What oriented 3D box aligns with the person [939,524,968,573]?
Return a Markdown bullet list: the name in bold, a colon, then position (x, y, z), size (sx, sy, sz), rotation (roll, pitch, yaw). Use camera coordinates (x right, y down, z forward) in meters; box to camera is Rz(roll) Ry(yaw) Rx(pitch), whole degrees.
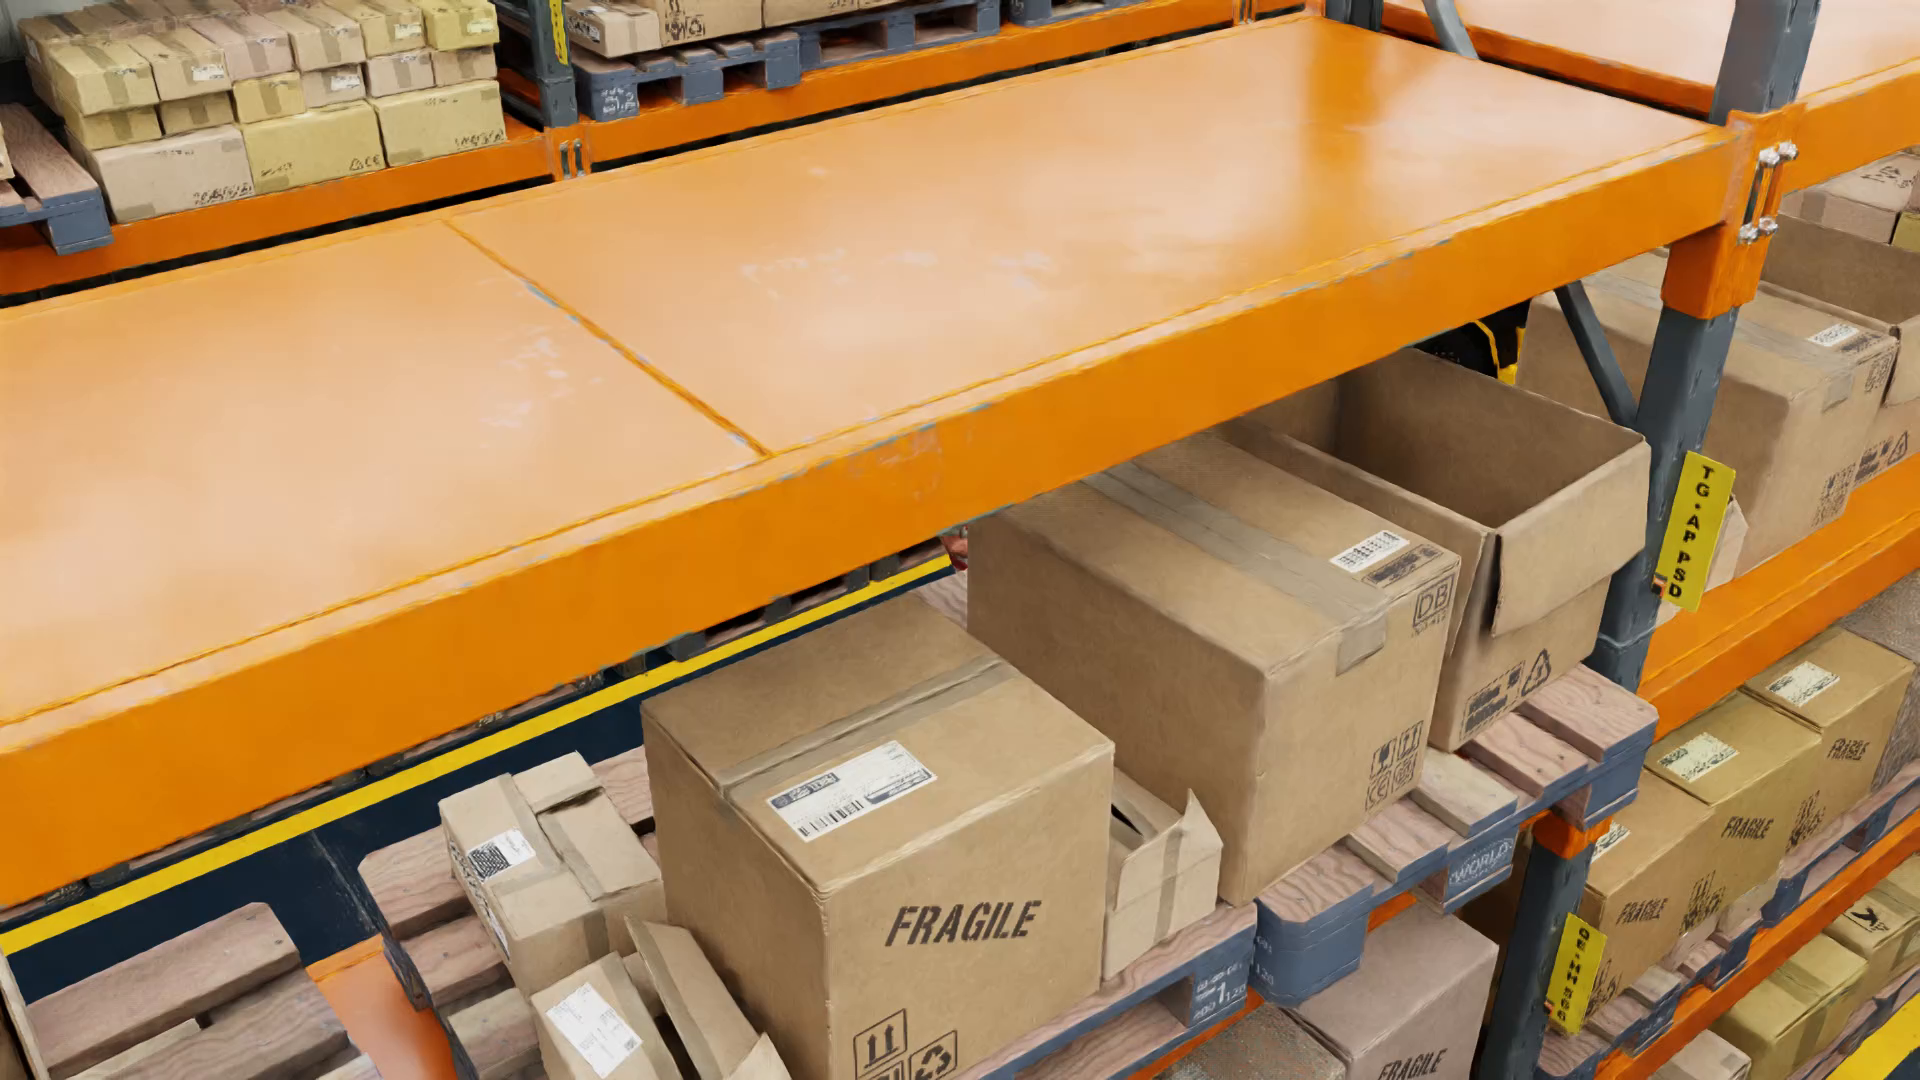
- **person**: position (0.291, 0.076, 7.776), size (0.922, 1.662, 0.565), rotation (-23, 39, -33)
